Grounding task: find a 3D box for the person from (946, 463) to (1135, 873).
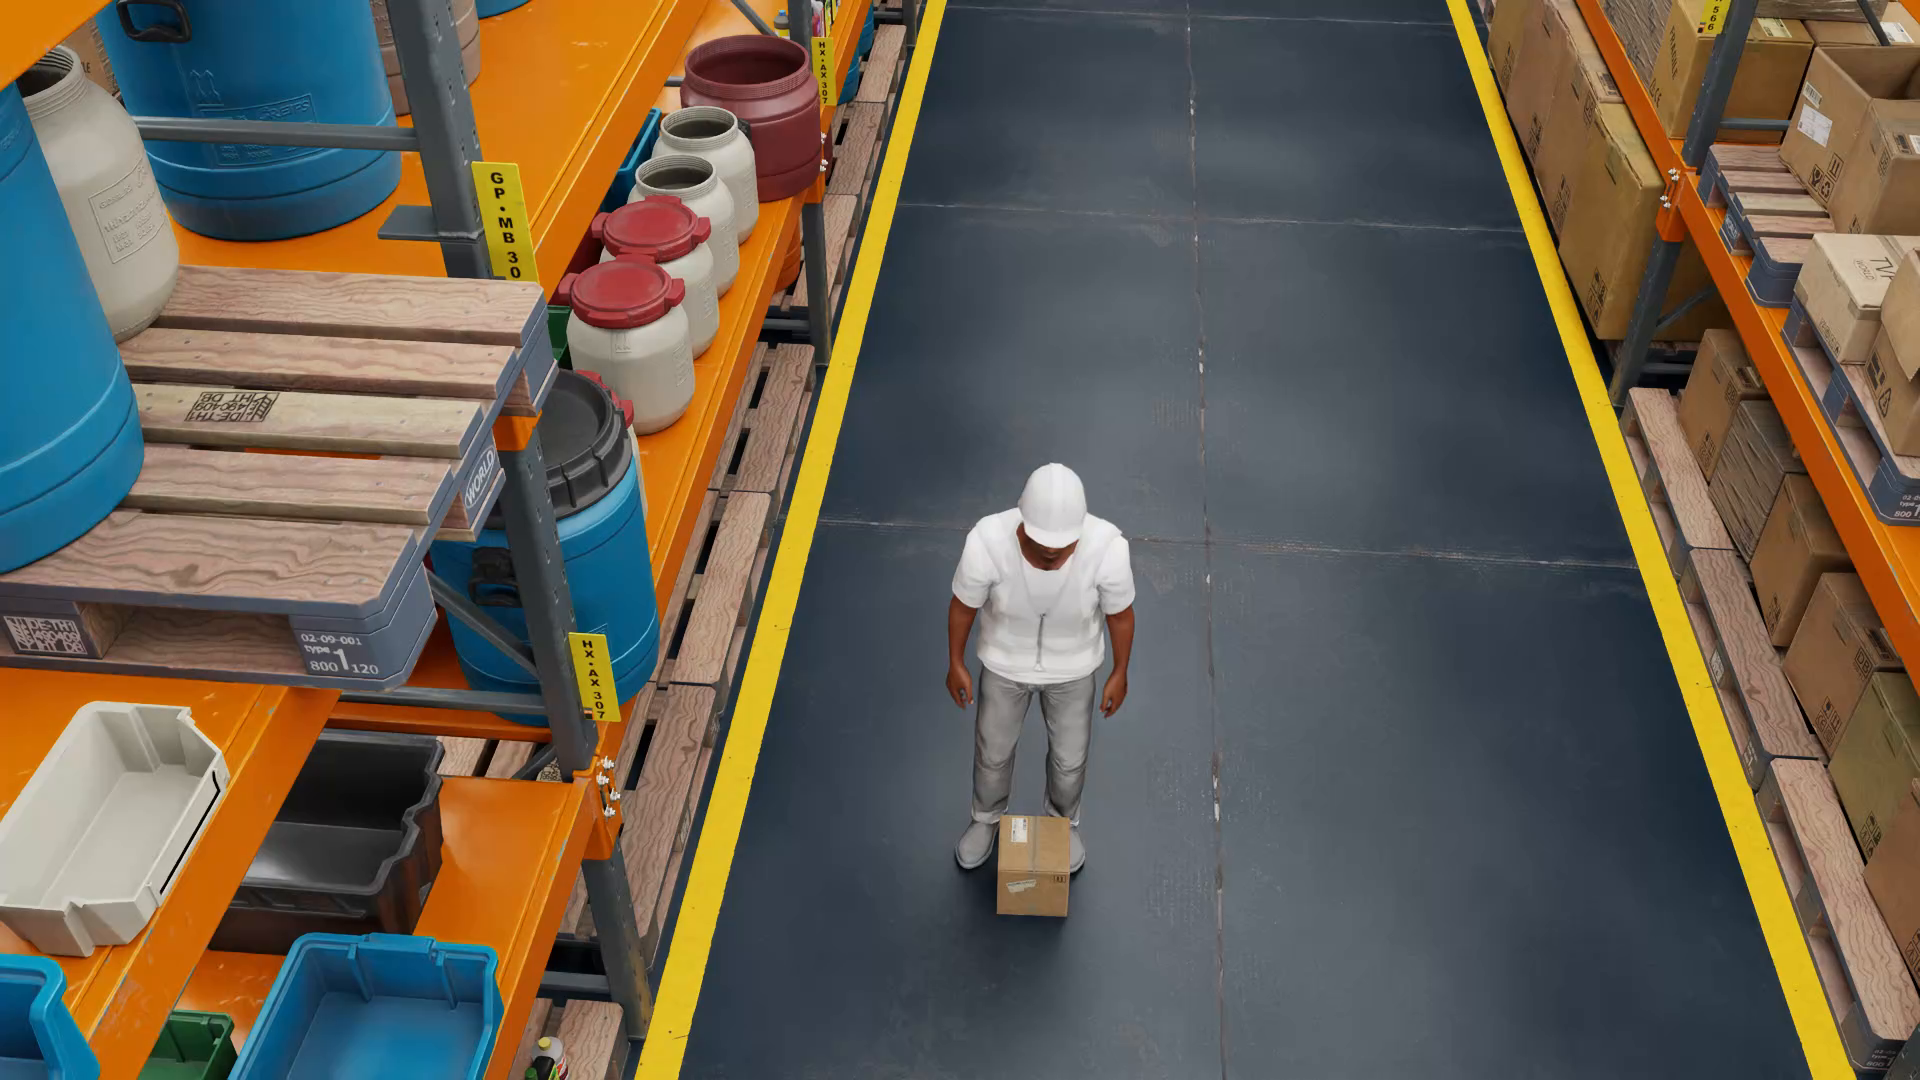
[{"bbox_3d":[0.265,0.433,5.622,0.626,1.760,0.458,2,40,3],"label":"person"}]
